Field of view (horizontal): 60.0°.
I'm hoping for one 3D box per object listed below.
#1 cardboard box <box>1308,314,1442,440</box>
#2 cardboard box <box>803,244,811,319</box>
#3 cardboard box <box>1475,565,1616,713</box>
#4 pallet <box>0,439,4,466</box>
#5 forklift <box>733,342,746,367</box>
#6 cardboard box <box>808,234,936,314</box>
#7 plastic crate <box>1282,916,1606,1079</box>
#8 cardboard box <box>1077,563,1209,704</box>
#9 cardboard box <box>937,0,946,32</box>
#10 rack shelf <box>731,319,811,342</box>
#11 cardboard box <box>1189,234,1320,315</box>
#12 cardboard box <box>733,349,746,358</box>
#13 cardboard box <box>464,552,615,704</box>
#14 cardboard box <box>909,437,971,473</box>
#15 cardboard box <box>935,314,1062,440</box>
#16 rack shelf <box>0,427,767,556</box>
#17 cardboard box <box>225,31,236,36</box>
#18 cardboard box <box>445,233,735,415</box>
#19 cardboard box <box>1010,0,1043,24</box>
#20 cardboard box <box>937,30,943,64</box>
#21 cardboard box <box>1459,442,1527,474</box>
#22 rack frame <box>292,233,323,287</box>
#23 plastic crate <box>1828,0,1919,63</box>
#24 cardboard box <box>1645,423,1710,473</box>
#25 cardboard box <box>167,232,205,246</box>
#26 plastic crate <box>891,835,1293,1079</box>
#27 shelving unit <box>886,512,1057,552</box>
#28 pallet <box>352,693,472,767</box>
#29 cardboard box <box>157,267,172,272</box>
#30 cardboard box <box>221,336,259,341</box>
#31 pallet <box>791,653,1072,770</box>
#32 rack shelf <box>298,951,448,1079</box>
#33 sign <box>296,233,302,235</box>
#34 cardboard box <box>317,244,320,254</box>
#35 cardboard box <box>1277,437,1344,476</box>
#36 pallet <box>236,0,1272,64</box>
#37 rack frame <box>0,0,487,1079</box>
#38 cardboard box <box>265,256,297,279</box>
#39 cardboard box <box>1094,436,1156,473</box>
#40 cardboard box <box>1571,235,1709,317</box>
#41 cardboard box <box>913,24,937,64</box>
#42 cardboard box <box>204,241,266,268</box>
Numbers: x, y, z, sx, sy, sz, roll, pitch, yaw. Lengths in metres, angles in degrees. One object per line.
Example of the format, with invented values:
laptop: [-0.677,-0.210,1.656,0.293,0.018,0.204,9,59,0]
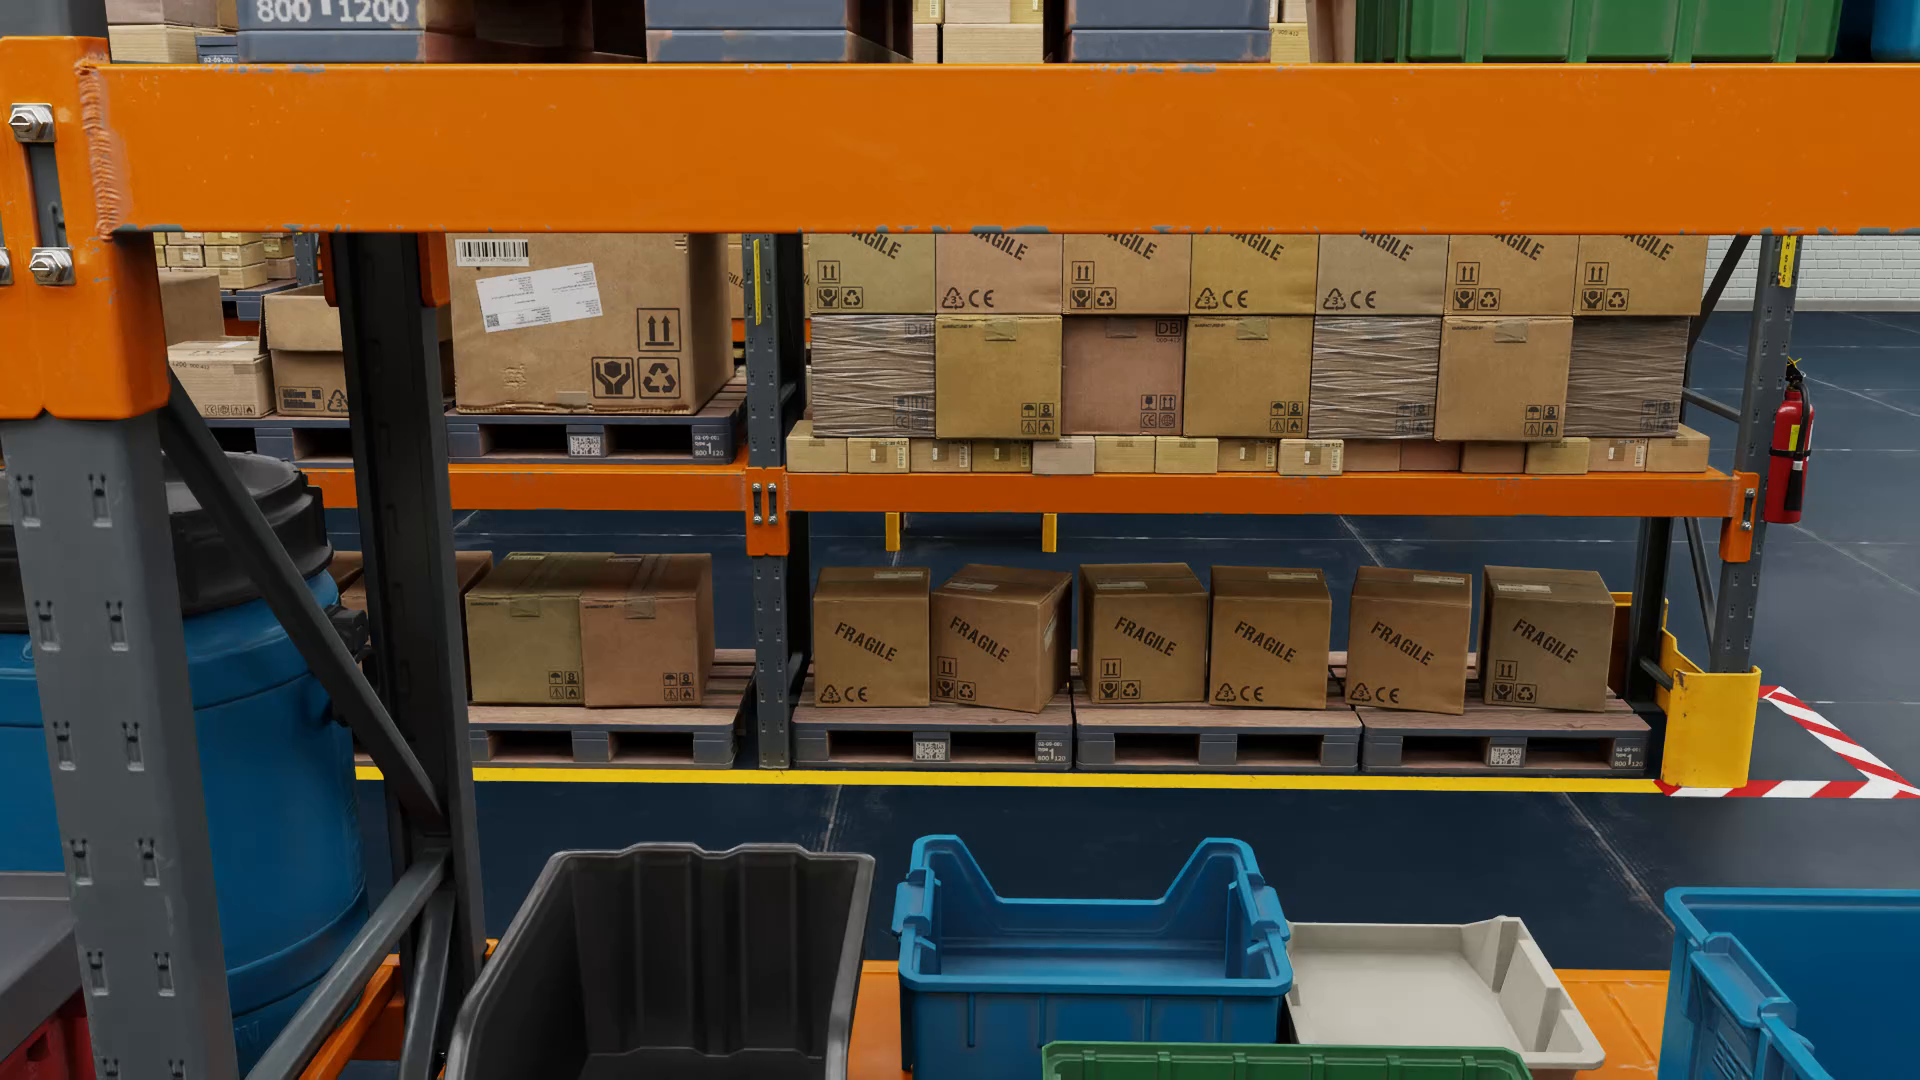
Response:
cardboard box: [1.665,-0.756,7.045,0.500,0.500,0.875,0,15,1]
cardboard box: [-1.084,-1.840,11.738,0.500,0.500,0.500,0,15,1]
cardboard box: [2.592,0.431,7.403,0.500,0.500,0.500,3,15,12]
pallet: [-4.067,-0.548,7.413,1.003,0.211,1.213,0,15,1]
forklift: [-1.924,-2.228,13.538,3.031,2.935,1.130,-3,15,-10]
cardboard box: [-0.340,-1.200,6.769,0.500,0.500,0.500,0,15,1]
plastic crate: [0.720,0.744,2.655,0.437,0.136,0.530,0,15,1]
cardboard box: [0.811,0.412,7.475,0.500,0.500,0.500,-1,15,-4]
cardboard box: [-0.186,-2.209,6.966,0.250,0.149,0.380,1,15,2]
rack shelf: [-2.555,-1.522,12.137,4.000,0.370,1.077,0,15,1]
cardboard box: [1.160,-1.193,6.744,0.500,0.500,0.500,0,15,1]
cardboard box: [-2.468,-2.063,17.106,0.625,0.372,0.950,1,15,3]
cardboard box: [-1.873,0.386,7.533,0.500,0.500,0.700,0,15,1]
cardboard box: [-0.076,-0.393,6.942,0.250,0.149,0.380,0,15,1]
cardboard box: [0.164,-0.753,7.036,0.500,0.500,0.875,0,15,1]
rack shelf: [-2.783,-0.257,7.346,4.000,0.370,1.077,0,15,1]
cardboard box: [-3.302,-2.052,7.151,0.500,0.250,0.500,1,15,3]
cardboard box: [-1.574,-1.126,7.229,1.000,1.000,1.000,0,15,2]
cardboard box: [0.319,-2.100,6.552,0.250,0.149,0.380,1,15,3]
cardboard box: [-0.321,-2.034,7.082,0.500,0.250,0.500,1,15,4]
cardboard box: [2.175,-0.390,6.929,0.250,0.149,0.380,0,15,1]
rack frame: [-4.554,-1.882,12.095,0.127,3.000,1.000,0,15,1]
plastic crate: [1.175,-0.681,1.694,0.575,0.384,0.392,0,15,1]
cardboard box: [2.925,-0.394,6.945,0.250,0.149,0.380,0,15,1]
cardboard box: [-5.307,-2.140,11.575,0.250,0.149,0.380,0,15,1]
plastic crate: [0.204,0.681,2.671,0.616,0.251,0.499,0,15,1]
shelving unit: [0.076,-0.725,10.647,1.083,1.500,0.587,0,15,1]
pallet: [-2.784,0.744,7.605,1.213,0.211,1.003,0,15,1]
cardboard box: [-5.564,-1.854,11.655,0.250,0.149,0.380,1,15,2]
cardboard box: [-3.108,-0.814,7.487,0.258,0.266,0.396,0,15,0]
pallet: [-0.111,0.752,7.578,1.213,0.211,1.003,0,15,1]
rack shelf: [-2.909,1.006,2.558,4.000,0.370,1.077,0,15,1]
sign: [-4.559,-2.266,11.433,0.005,0.325,0.100,0,15,1]
cardboard box: [-6.566,-3.013,16.673,0.500,0.250,0.500,0,15,1]
cardboard box: [1.423,-0.377,6.881,0.250,0.149,0.380,0,15,1]
pallet: [-0.186,-0.708,2.135,1.003,0.211,1.213,0,15,1]
rack frame: [-0.910,0.670,2.420,0.053,2.616,0.949,0,15,1]
cardboard box: [-4.996,-2.018,12.280,0.250,0.149,0.380,0,15,1]
cardboard box: [0.674,-0.391,6.933,0.250,0.149,0.380,0,15,1]
cardboard box: [2.659,-1.182,6.702,0.500,0.500,0.500,0,15,1]
cardboard box: [-0.340,-1.902,6.582,0.500,0.250,0.500,0,15,-1]
cardboard box: [-5.060,-1.995,11.608,0.250,0.149,0.380,1,15,3]
